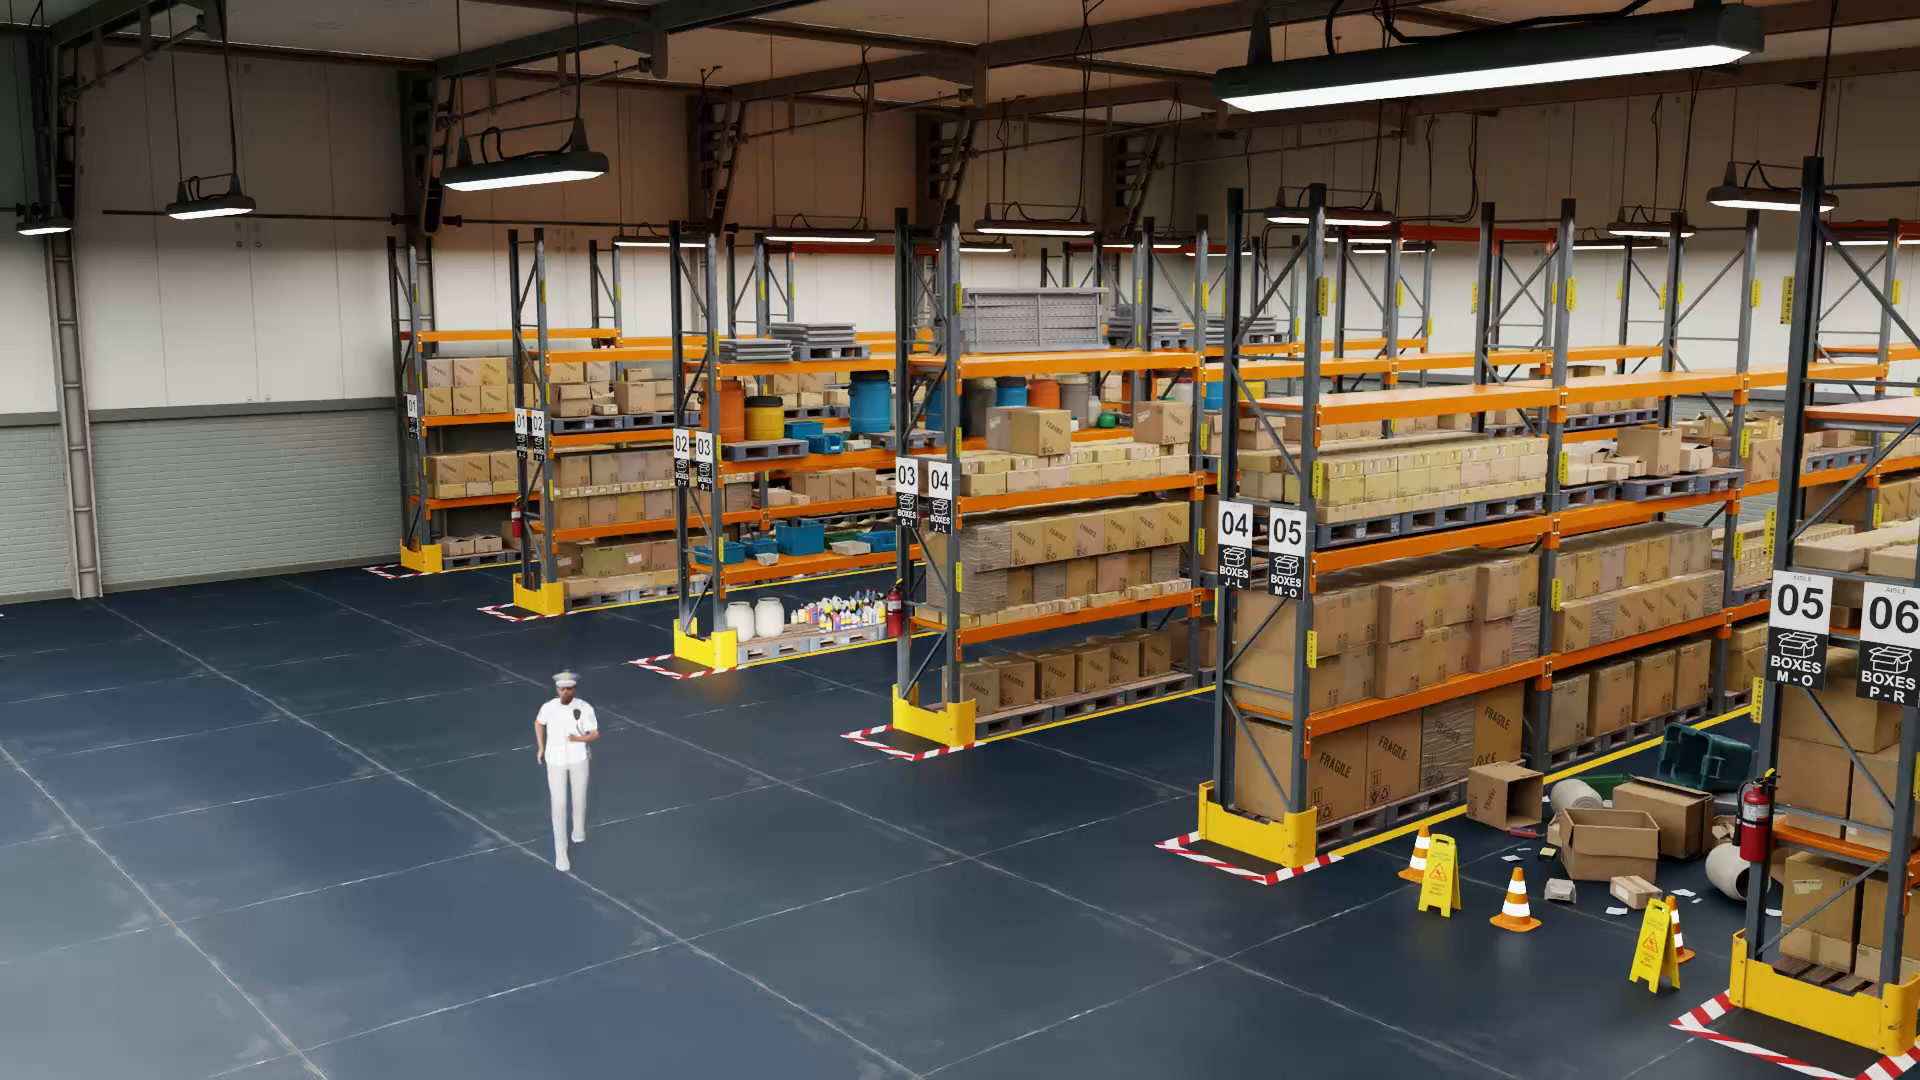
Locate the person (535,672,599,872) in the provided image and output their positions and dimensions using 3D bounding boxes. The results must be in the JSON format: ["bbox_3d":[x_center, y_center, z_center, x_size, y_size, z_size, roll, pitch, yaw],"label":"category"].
[{"bbox_3d":[-3.541,2.024,15.021,0.559,1.726,0.839,-2,9,-13],"label":"person"}]

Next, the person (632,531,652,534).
[{"bbox_3d":[-5.715,-0.242,29.959,0.603,1.751,0.629,8,12,41],"label":"person"}]
